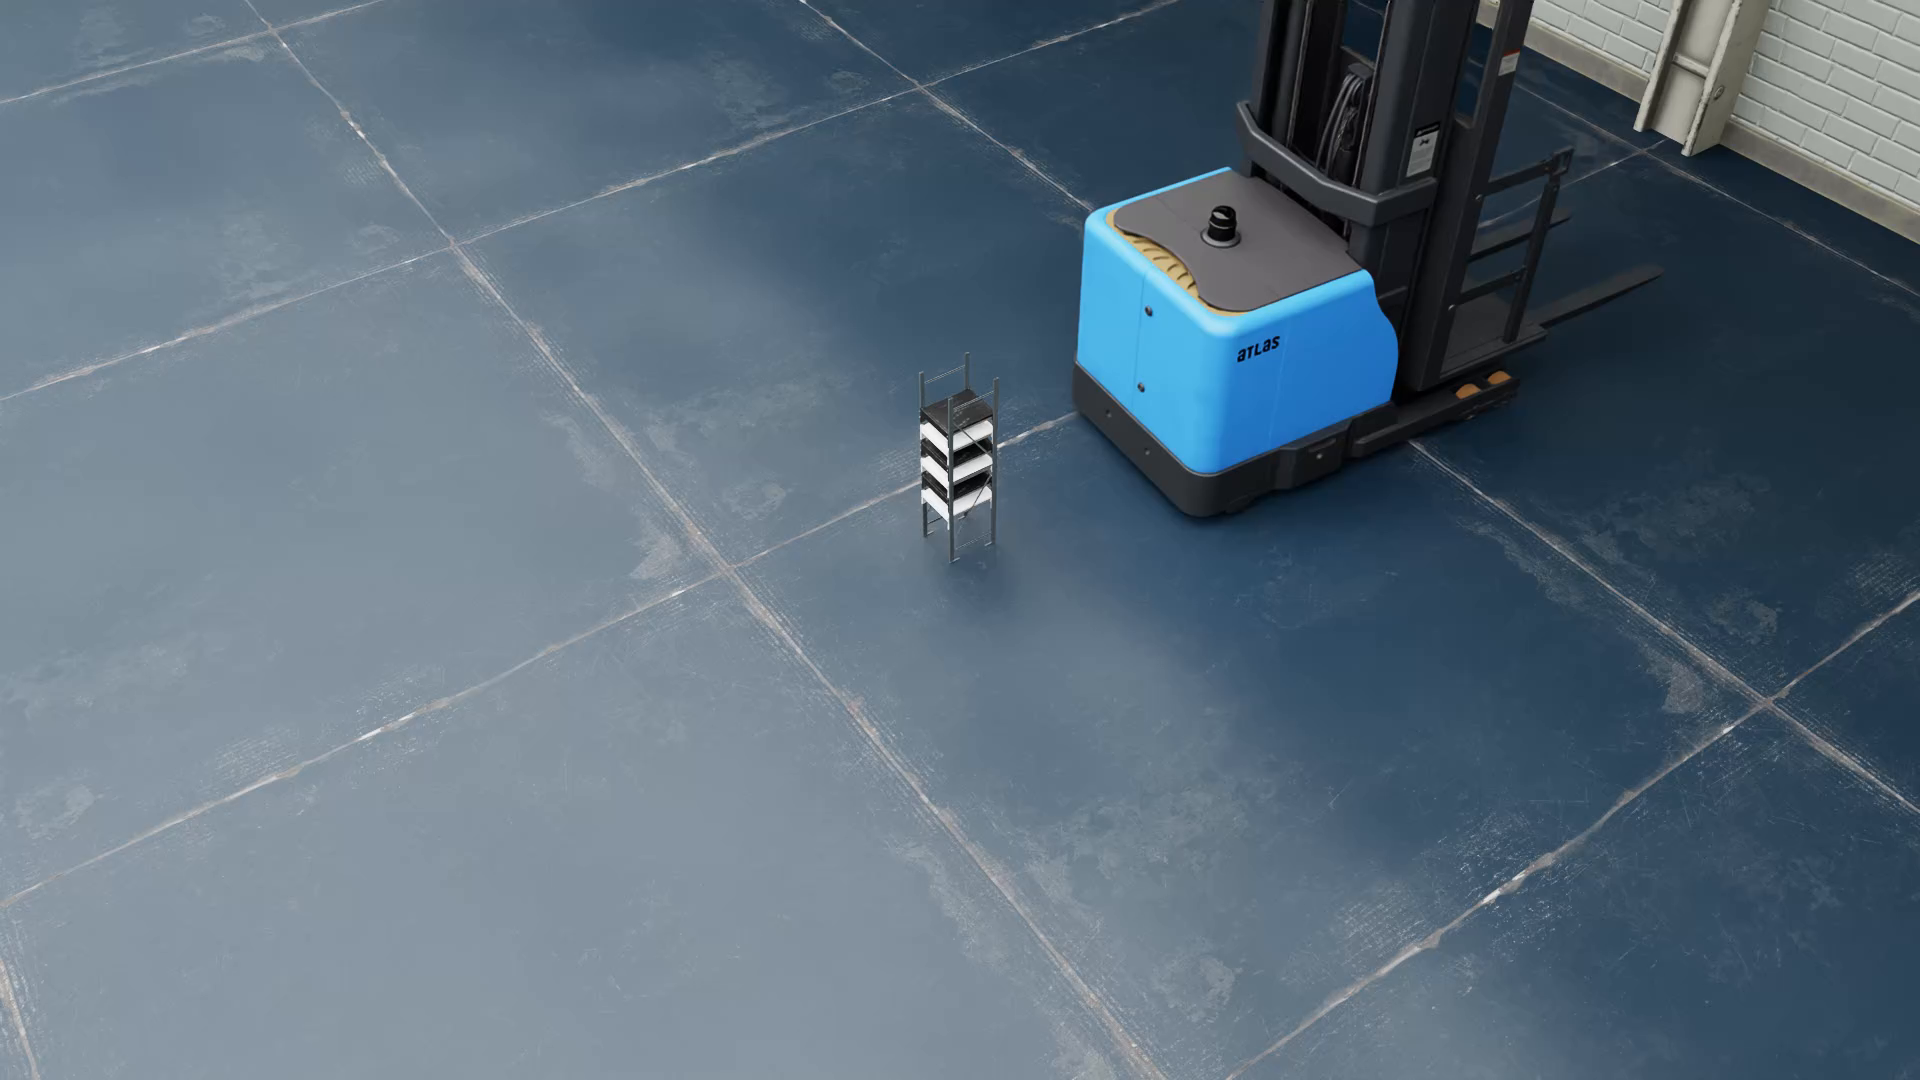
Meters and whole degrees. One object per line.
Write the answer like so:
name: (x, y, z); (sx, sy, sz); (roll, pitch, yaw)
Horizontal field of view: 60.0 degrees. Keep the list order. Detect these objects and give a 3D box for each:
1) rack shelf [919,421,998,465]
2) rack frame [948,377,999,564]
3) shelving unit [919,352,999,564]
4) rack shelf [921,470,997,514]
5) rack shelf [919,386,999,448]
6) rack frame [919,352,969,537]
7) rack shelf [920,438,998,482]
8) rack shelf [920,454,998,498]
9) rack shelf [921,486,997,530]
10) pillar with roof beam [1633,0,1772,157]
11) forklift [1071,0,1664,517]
rack shelf: (-0.005, -0.436, 6.834); (0.258, 0.077, 0.200); (-26, 49, -24)
rack frame: (0.054, -0.273, 6.875); (0.240, 0.900, 0.006); (-26, 49, -24)
shelving unit: (-0.005, -0.330, 6.935); (0.258, 0.900, 0.210); (-26, 49, -24)
rack shelf: (-0.005, -0.241, 7.020); (0.258, 0.077, 0.200); (-26, 49, -24)
rack shelf: (-0.005, -0.501, 6.772); (0.258, 0.077, 0.200); (-26, 49, -24)
rack frame: (-0.063, -0.388, 6.995); (0.240, 0.900, 0.006); (-26, 49, -24)
rack shelf: (-0.005, -0.371, 6.896); (0.258, 0.077, 0.200); (-26, 49, -24)
rack shelf: (-0.005, -0.306, 6.958); (0.258, 0.077, 0.200); (-26, 49, -24)
rack shelf: (-0.005, -0.176, 7.082); (0.258, 0.077, 0.200); (-26, 49, -24)
pillar with roof beam: (0.664, -3.925, 4.835); (9.100, 9.000, 0.400); (-26, 49, -24)
forklift: (2.057, -1.921, 7.131); (3.031, 2.935, 1.130); (-22, 48, -21)
